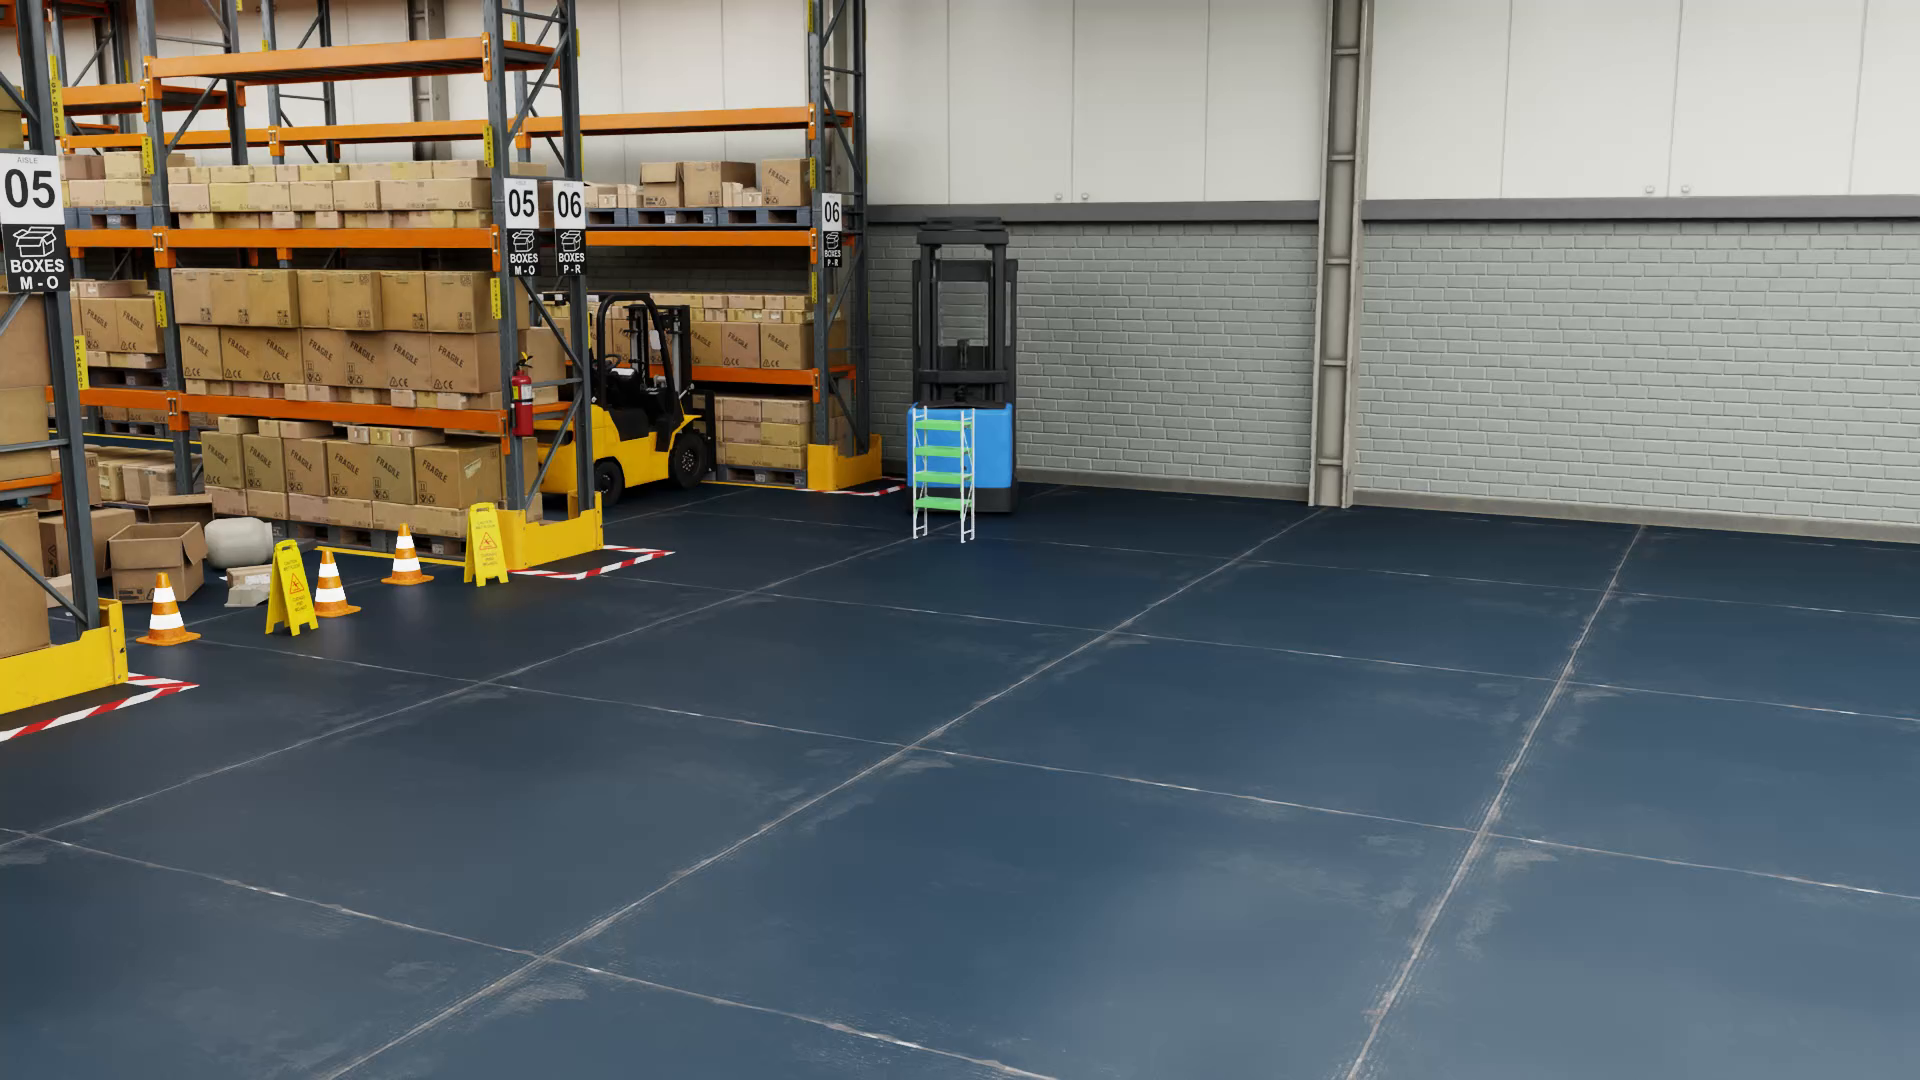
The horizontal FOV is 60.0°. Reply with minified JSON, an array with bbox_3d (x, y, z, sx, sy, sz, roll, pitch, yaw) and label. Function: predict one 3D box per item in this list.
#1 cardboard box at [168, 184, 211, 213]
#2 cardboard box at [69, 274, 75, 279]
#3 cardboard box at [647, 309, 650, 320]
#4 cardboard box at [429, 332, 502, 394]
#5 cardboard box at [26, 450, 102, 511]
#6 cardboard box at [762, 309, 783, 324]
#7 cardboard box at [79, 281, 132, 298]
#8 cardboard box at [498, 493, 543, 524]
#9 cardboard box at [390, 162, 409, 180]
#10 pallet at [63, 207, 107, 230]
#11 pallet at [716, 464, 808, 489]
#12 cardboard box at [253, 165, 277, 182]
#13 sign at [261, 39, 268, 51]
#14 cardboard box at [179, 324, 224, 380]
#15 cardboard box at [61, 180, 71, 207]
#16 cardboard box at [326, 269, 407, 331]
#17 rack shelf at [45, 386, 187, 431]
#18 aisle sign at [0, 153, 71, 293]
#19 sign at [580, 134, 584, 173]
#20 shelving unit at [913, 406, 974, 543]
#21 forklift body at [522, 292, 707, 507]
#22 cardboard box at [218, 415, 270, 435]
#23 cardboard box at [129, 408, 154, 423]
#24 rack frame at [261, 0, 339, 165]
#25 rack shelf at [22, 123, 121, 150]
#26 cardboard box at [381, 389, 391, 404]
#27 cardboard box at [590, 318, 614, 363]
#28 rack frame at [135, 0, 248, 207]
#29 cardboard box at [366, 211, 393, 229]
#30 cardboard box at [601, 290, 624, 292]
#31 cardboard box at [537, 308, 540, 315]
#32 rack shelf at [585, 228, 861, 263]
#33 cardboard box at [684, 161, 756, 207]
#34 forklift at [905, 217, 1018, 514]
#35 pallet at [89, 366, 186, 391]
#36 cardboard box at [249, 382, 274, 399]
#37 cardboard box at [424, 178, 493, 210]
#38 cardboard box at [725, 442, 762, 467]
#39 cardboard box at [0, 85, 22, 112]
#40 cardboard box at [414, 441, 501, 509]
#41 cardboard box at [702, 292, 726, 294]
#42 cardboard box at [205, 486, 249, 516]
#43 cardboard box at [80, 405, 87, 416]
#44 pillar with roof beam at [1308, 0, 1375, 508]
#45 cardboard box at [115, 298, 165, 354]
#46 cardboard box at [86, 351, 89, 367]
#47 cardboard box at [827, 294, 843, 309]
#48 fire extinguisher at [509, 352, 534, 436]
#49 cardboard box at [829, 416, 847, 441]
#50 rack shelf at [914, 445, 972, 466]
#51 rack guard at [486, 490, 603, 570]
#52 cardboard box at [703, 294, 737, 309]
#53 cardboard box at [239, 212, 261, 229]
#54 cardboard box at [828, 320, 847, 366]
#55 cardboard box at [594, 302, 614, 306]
[{"bbox_3d":[-6.817,-3.107,15.141,0.500,0.250,0.500,5,11,25],"label":"cardboard box"},{"bbox_3d":[-13.290,-3.662,24.522,0.500,0.500,0.500,5,11,24],"label":"cardboard box"},{"bbox_3d":[-3.593,-2.626,19.216,0.250,0.149,0.380,5,11,24],"label":"cardboard box"},{"bbox_3d":[-4.112,-1.516,14.070,0.500,0.500,0.500,5,11,25],"label":"cardboard box"},{"bbox_3d":[-7.852,-0.493,14.426,0.500,0.500,0.500,5,11,26],"label":"cardboard box"},{"bbox_3d":[-1.988,-2.481,18.416,0.250,0.149,0.380,5,12,27],"label":"cardboard box"},{"bbox_3d":[-8.229,-2.411,16.014,0.250,0.149,0.380,5,11,24],"label":"cardboard box"},{"bbox_3d":[-4.105,-0.283,14.915,0.500,0.250,0.500,5,11,25],"label":"cardboard box"},{"bbox_3d":[-4.594,-3.118,14.081,0.250,0.149,0.380,5,11,26],"label":"cardboard box"},{"bbox_3d":[-8.529,-3.168,16.415,1.003,0.211,1.213,5,11,26],"label":"pallet"},{"bbox_3d":[-2.015,-0.797,19.039,1.213,0.211,1.003,5,11,26],"label":"pallet"},{"bbox_3d":[-6.005,-3.231,14.701,0.250,0.149,0.380,5,11,24],"label":"cardboard box"},{"bbox_3d":[-8.716,-6.109,20.870,0.005,0.325,0.100,5,11,26],"label":"sign"},{"bbox_3d":[-6.820,-1.754,15.381,0.500,0.500,0.500,5,11,26],"label":"cardboard box"},{"bbox_3d":[-8.587,-3.350,16.137,0.500,0.250,0.500,5,11,27],"label":"cardboard box"},{"bbox_3d":[-5.012,-2.080,14.376,0.500,0.500,0.700,5,11,25],"label":"cardboard box"},{"bbox_3d":[-8.884,-1.441,16.789,4.000,0.370,1.077,5,11,26],"label":"rack shelf"},{"bbox_3d":[-5.407,-1.845,9.703,0.004,0.787,0.394,5,11,26],"label":"aisle sign"},{"bbox_3d":[-3.264,-3.315,14.246,0.005,0.325,0.100,5,11,26],"label":"sign"},{"bbox_3d":[-0.148,-0.603,15.195,0.503,1.200,0.258,5,11,26],"label":"shelving unit"},{"bbox_3d":[-3.818,-1.556,17.786,1.214,2.155,2.313,5,11,26],"label":"forklift body"},{"bbox_3d":[-6.596,-1.070,15.335,0.250,0.149,0.380,5,11,27],"label":"cardboard box"},{"bbox_3d":[-11.256,-1.923,23.272,0.500,0.500,0.500,5,11,25],"label":"cardboard box"},{"bbox_3d":[-8.485,-5.698,21.443,0.127,3.000,1.000,5,11,26],"label":"rack frame"},{"bbox_3d":[-13.866,-5.815,24.120,4.000,0.370,1.077,5,11,26],"label":"rack shelf"},{"bbox_3d":[-4.842,-1.278,14.573,0.250,0.149,0.380,5,11,27],"label":"cardboard box"},{"bbox_3d":[-4.141,-2.364,19.591,0.500,0.500,0.500,5,12,27],"label":"cardboard box"},{"bbox_3d":[-7.091,-4.589,15.320,0.127,3.000,1.000,5,11,26],"label":"rack frame"},{"bbox_3d":[-4.850,-2.741,14.237,0.250,0.149,0.380,5,11,25],"label":"cardboard box"},{"bbox_3d":[-4.271,-2.942,20.125,0.250,0.149,0.380,5,11,24],"label":"cardboard box"},{"bbox_3d":[-5.302,-2.790,20.122,0.250,0.149,0.380,5,12,28],"label":"cardboard box"},{"bbox_3d":[-3.104,-3.395,19.162,4.000,0.370,1.077,5,11,26],"label":"rack shelf"},{"bbox_3d":[-2.690,-3.989,18.684,0.500,0.500,0.700,5,11,26],"label":"cardboard box"},{"bbox_3d":[0.059,-1.917,17.590,1.130,2.935,3.031,0,10,3],"label":"forklift"},{"bbox_3d":[-7.712,-1.626,16.332,1.213,0.211,1.003,5,11,26],"label":"pallet"},{"bbox_3d":[-6.243,-1.385,15.165,0.250,0.149,0.380,5,12,28],"label":"cardboard box"},{"bbox_3d":[-4.082,-2.868,13.817,0.500,0.250,0.500,5,11,25],"label":"cardboard box"},{"bbox_3d":[-2.314,-0.996,18.853,0.500,0.250,0.500,5,11,26],"label":"cardboard box"},{"bbox_3d":[-5.762,-2.601,9.765,0.250,0.149,0.380,5,11,26],"label":"cardboard box"},{"bbox_3d":[-4.338,-0.566,14.372,0.500,0.500,0.500,5,11,26],"label":"cardboard box"},{"bbox_3d":[-2.892,-2.817,19.435,0.250,0.149,0.380,5,11,26],"label":"cardboard box"},{"bbox_3d":[-6.681,-0.401,15.567,0.500,0.250,0.500,4,11,23],"label":"cardboard box"},{"bbox_3d":[-12.702,-1.862,23.919,0.250,0.149,0.380,5,11,24],"label":"cardboard box"},{"bbox_3d":[1.940,-4.106,12.647,0.400,9.000,9.100,5,11,26],"label":"pillar with roof beam"},{"bbox_3d":[-7.607,-2.039,15.780,0.500,0.500,0.500,5,11,25],"label":"cardboard box"},{"bbox_3d":[-8.380,-1.774,16.138,0.250,0.149,0.380,5,11,26],"label":"cardboard box"},{"bbox_3d":[-1.517,-2.690,18.736,0.250,0.149,0.380,5,11,25],"label":"cardboard box"},{"bbox_3d":[-3.605,-1.201,13.663,0.183,0.674,0.296,5,11,26],"label":"fire extinguisher"},{"bbox_3d":[-1.640,-1.285,19.045,0.500,0.250,0.500,5,12,27],"label":"cardboard box"},{"bbox_3d":[-0.148,-0.777,15.164,0.480,0.148,0.258,5,11,26],"label":"rack shelf"},{"bbox_3d":[-3.572,-0.098,14.368,0.348,0.500,1.175,5,11,26],"label":"rack guard"},{"bbox_3d":[-2.680,-2.690,18.731,0.250,0.149,0.380,5,12,27],"label":"cardboard box"},{"bbox_3d":[-6.232,-2.868,14.939,0.250,0.149,0.380,5,12,28],"label":"cardboard box"},{"bbox_3d":[-1.632,-2.248,18.946,0.500,0.500,0.500,5,12,28],"label":"cardboard box"},{"bbox_3d":[-4.051,-2.811,19.402,0.250,0.149,0.380,5,12,27],"label":"cardboard box"}]
